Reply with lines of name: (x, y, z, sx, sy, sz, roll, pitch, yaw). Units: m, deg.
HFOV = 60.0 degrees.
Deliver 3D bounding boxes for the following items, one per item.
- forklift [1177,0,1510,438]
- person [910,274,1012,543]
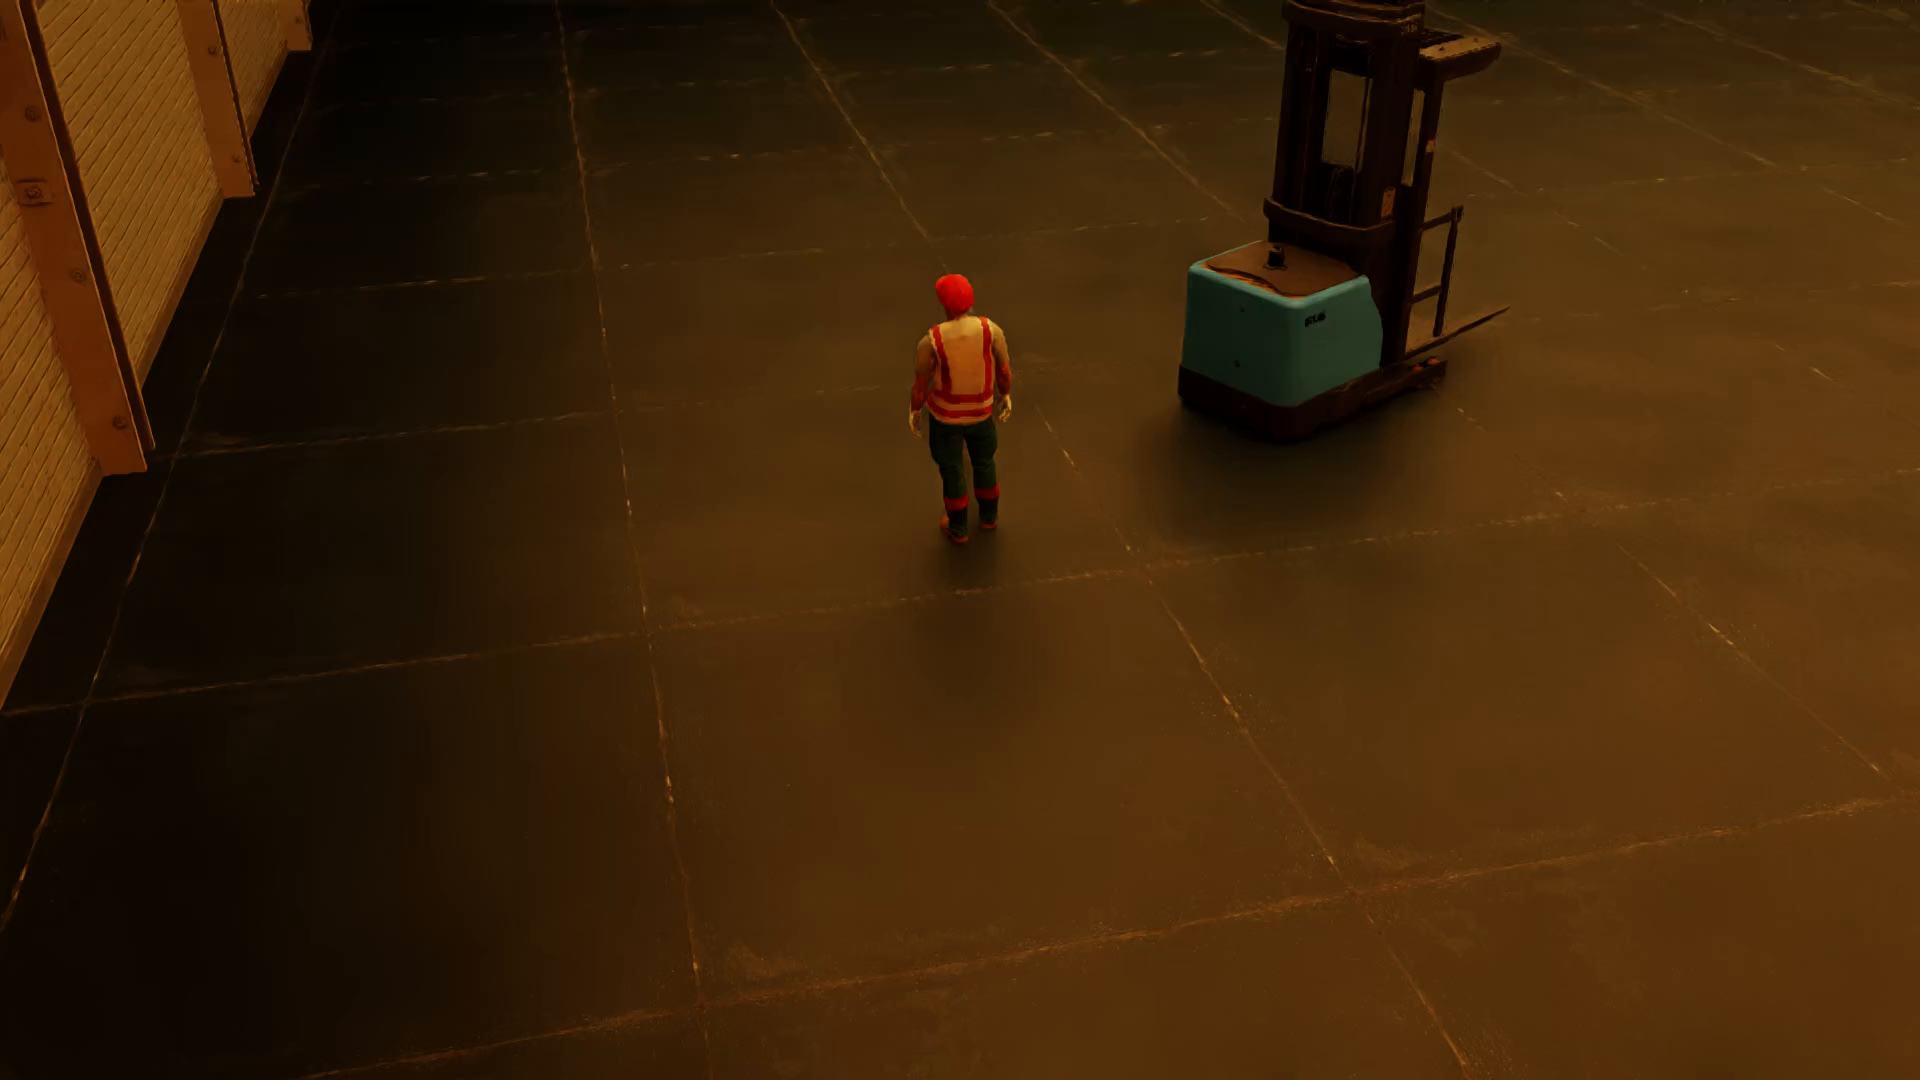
forklift: (3.042, -2.588, 12.045, 3.031, 2.935, 1.130, -23, 37, -35)
person: (-0.008, -0.821, 10.118, 0.637, 1.787, 0.563, -7, 31, -12)
